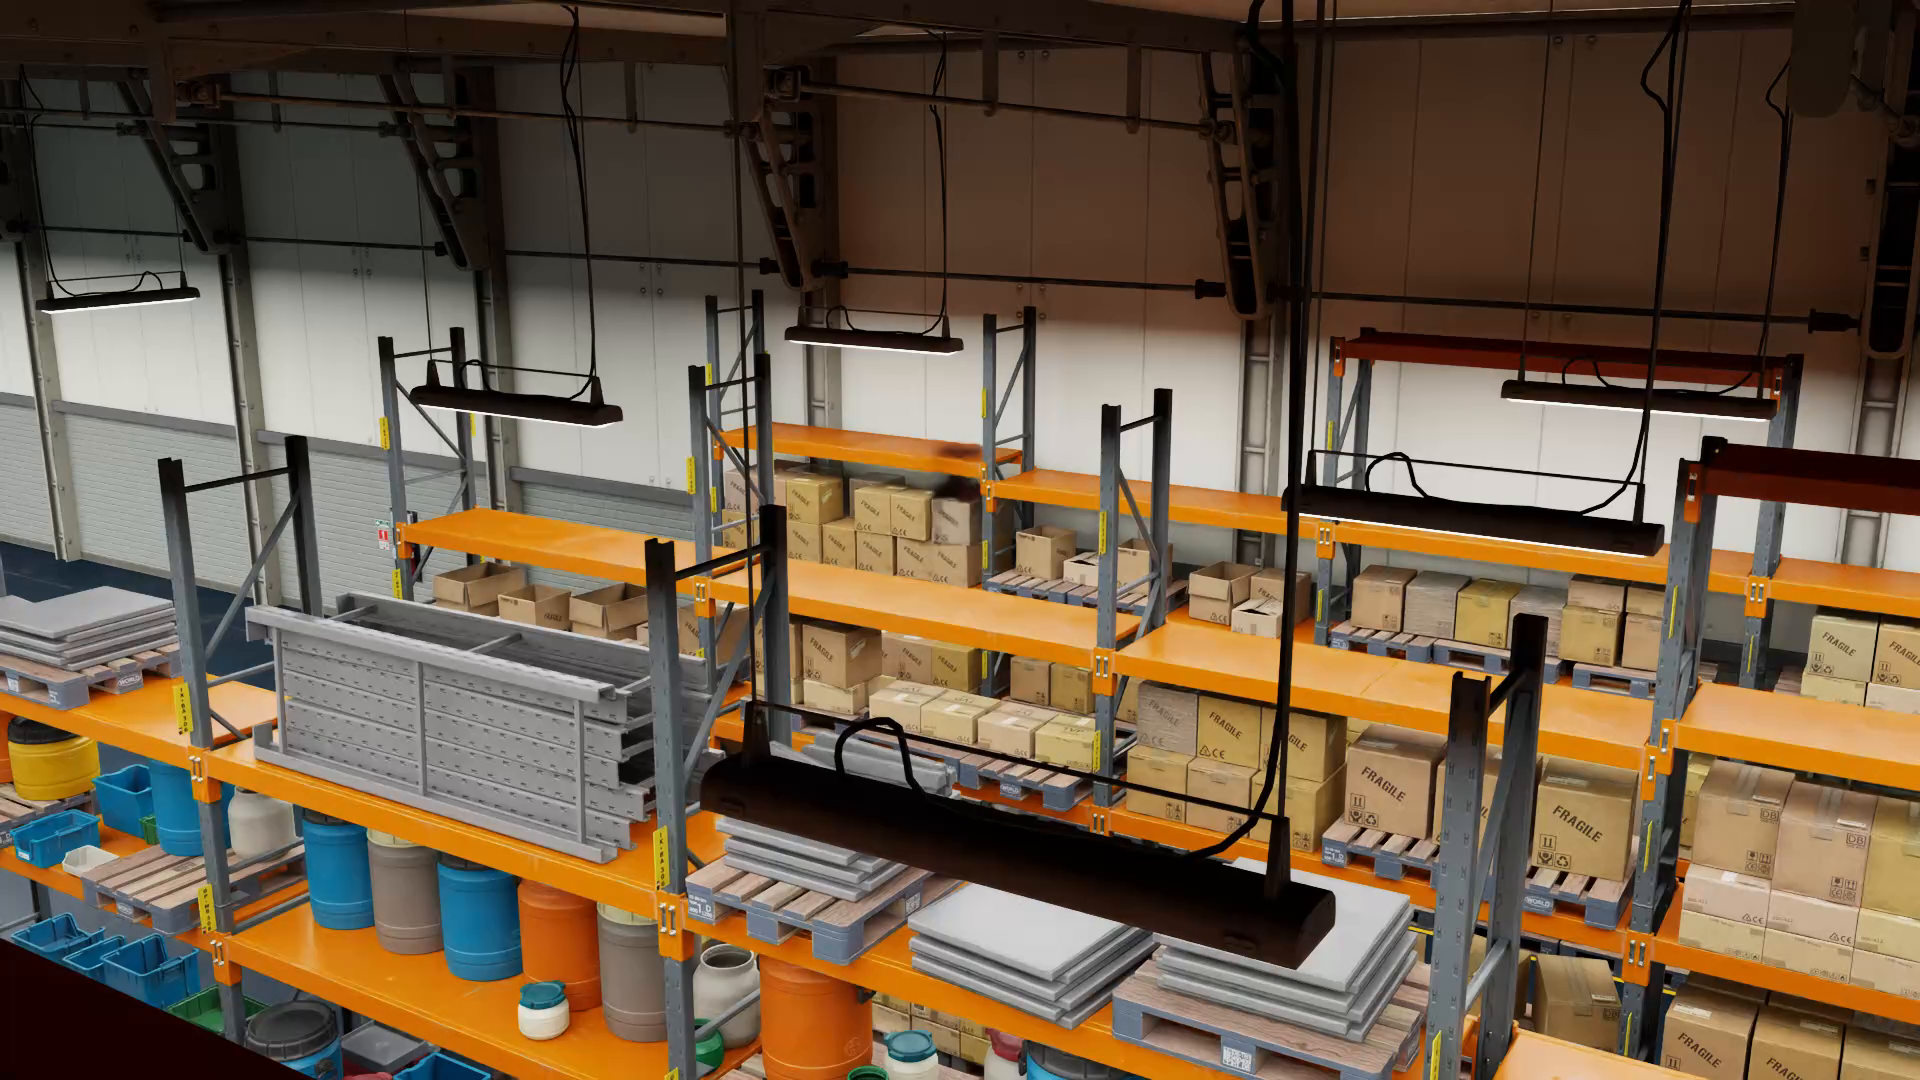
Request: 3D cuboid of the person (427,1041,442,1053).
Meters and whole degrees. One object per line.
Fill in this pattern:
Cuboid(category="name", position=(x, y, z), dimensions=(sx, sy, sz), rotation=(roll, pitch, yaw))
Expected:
Cuboid(category="person", position=(-4.785, 3.669, 14.767), dimensions=(0.588, 1.779, 0.562), rotation=(-2, 14, -6))

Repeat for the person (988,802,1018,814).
Cuboid(category="person", position=(0.450, 3.051, 17.554), dimensions=(1.015, 1.602, 0.581), rotation=(6, 15, 22))

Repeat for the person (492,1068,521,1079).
Cuboid(category="person", position=(-3.215, 4.222, 12.422), dimensions=(0.507, 1.719, 1.081), rotation=(-10, 17, -36))
